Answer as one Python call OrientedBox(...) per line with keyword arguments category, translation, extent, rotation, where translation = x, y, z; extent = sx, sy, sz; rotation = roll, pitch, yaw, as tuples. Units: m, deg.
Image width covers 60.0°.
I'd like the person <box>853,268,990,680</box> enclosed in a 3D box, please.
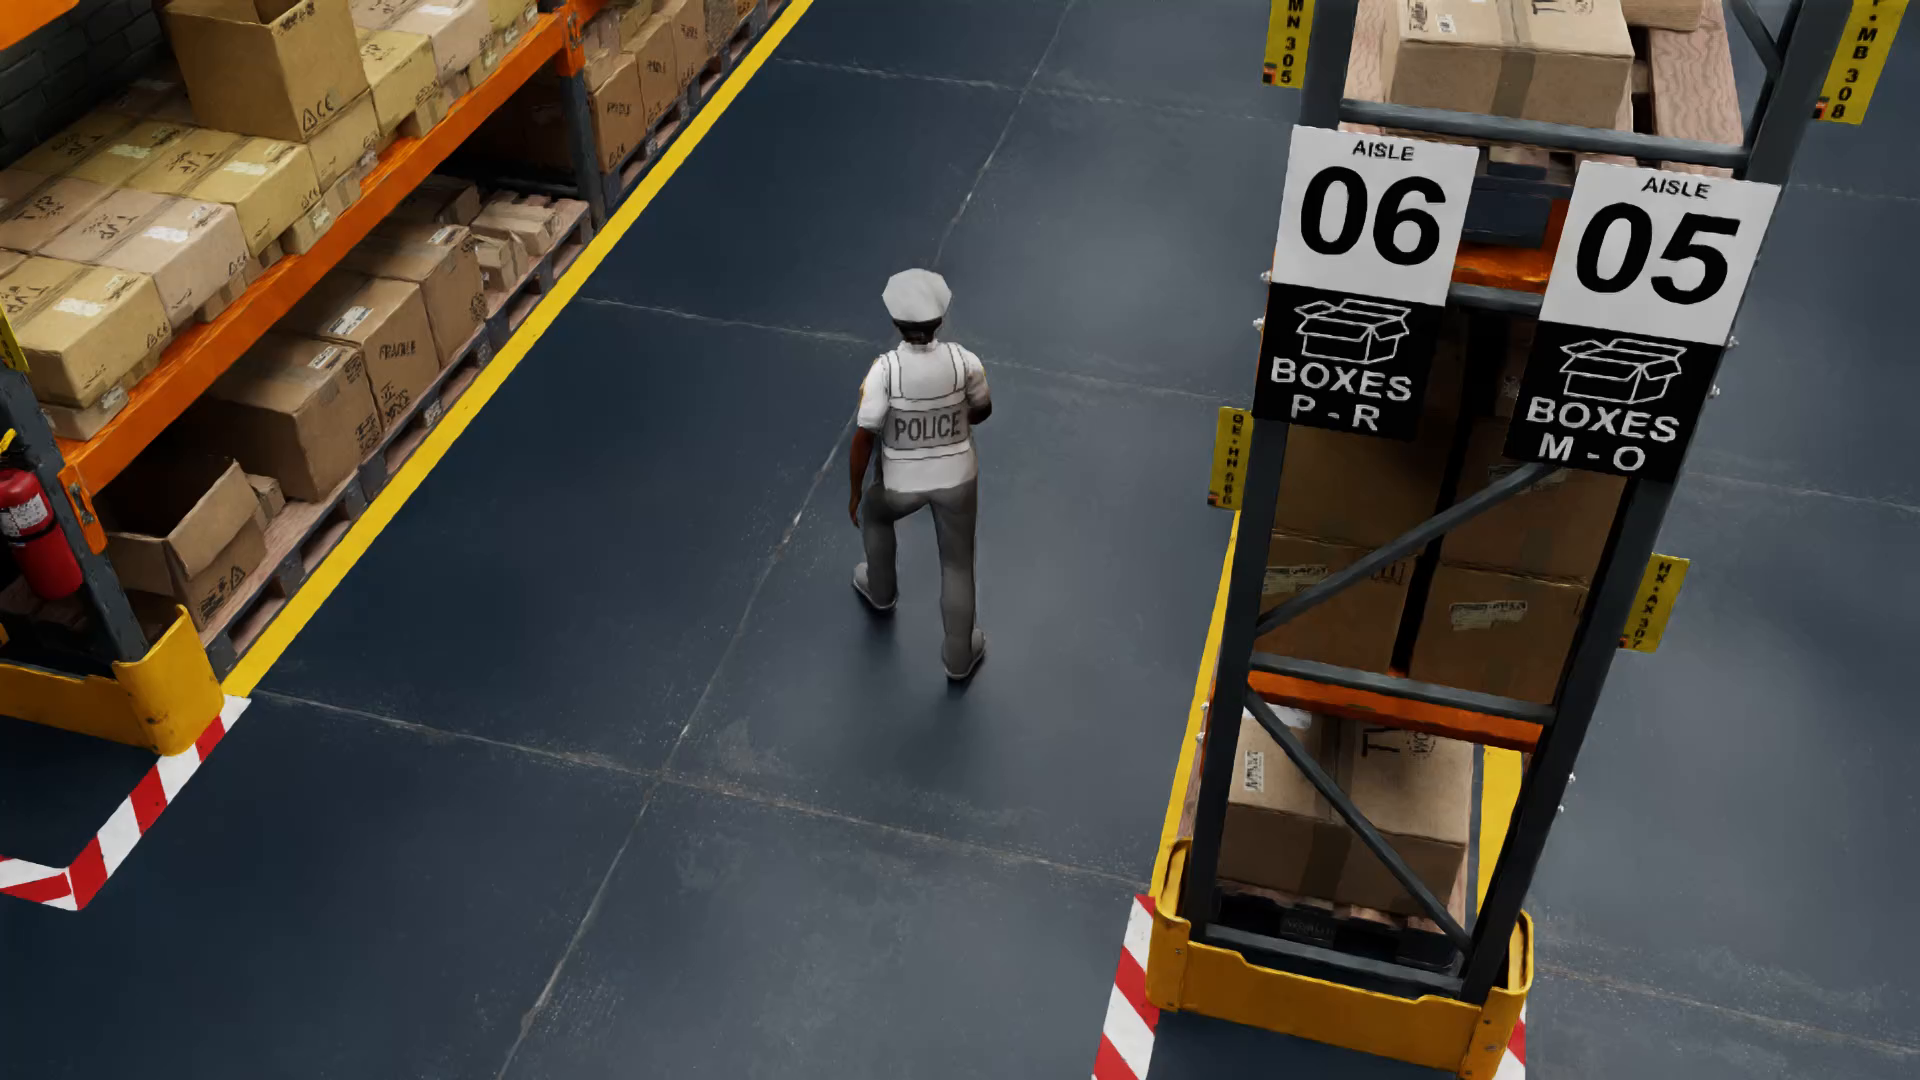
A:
OrientedBox(category="person", translation=(-0.154, -0.253, 6.455), extent=(0.559, 1.633, 0.699), rotation=(-4, 41, -5))
